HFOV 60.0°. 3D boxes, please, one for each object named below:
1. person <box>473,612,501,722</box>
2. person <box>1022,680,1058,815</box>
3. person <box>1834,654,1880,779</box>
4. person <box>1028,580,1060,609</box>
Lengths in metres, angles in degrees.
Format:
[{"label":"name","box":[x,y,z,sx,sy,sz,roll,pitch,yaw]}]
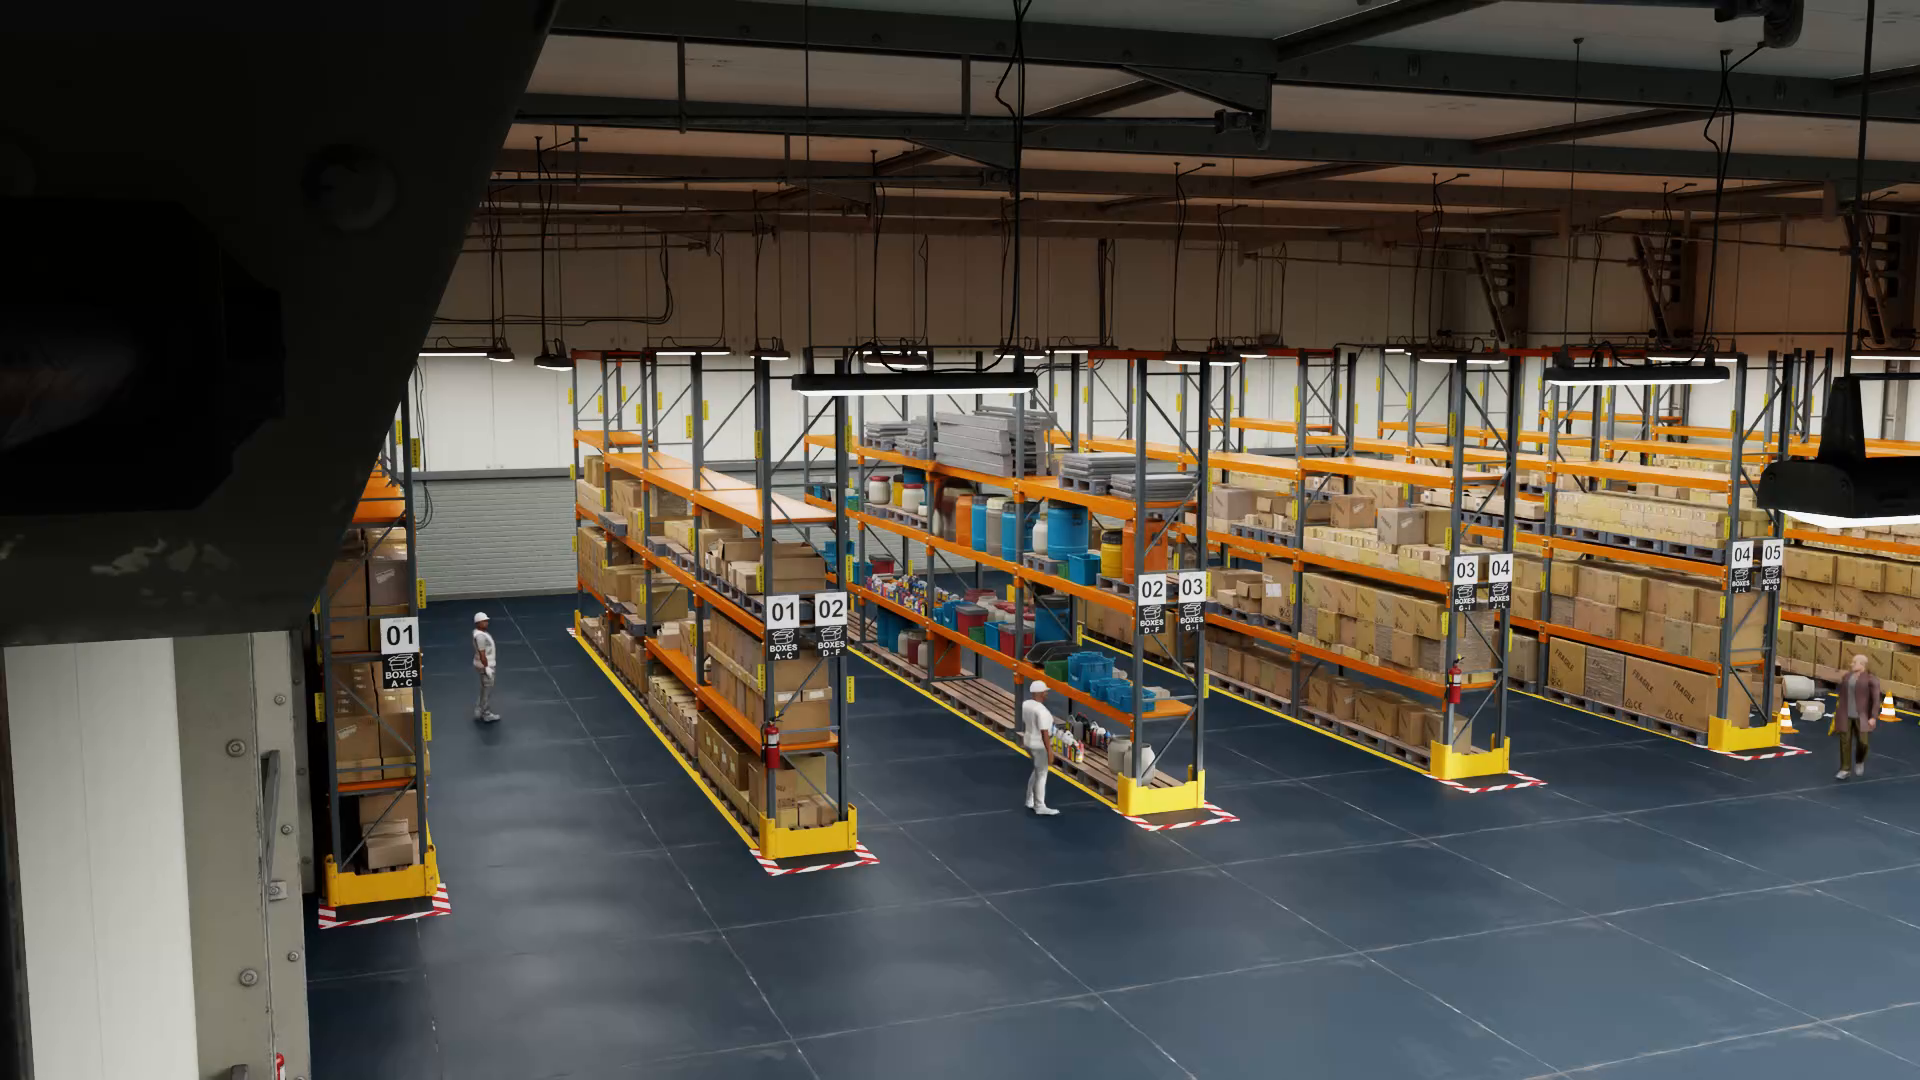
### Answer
[{"label":"person","box":[-7.753,2.070,27.176,0.419,1.798,0.586,-4,8,-31]},{"label":"person","box":[1.056,2.766,21.978,0.381,1.841,0.634,-3,8,-21]},{"label":"person","box":[12.745,2.501,23.642,0.558,1.771,0.579,4,8,29]},{"label":"person","box":[1.737,1.300,33.867,0.575,1.702,0.992,-2,7,-16]}]
